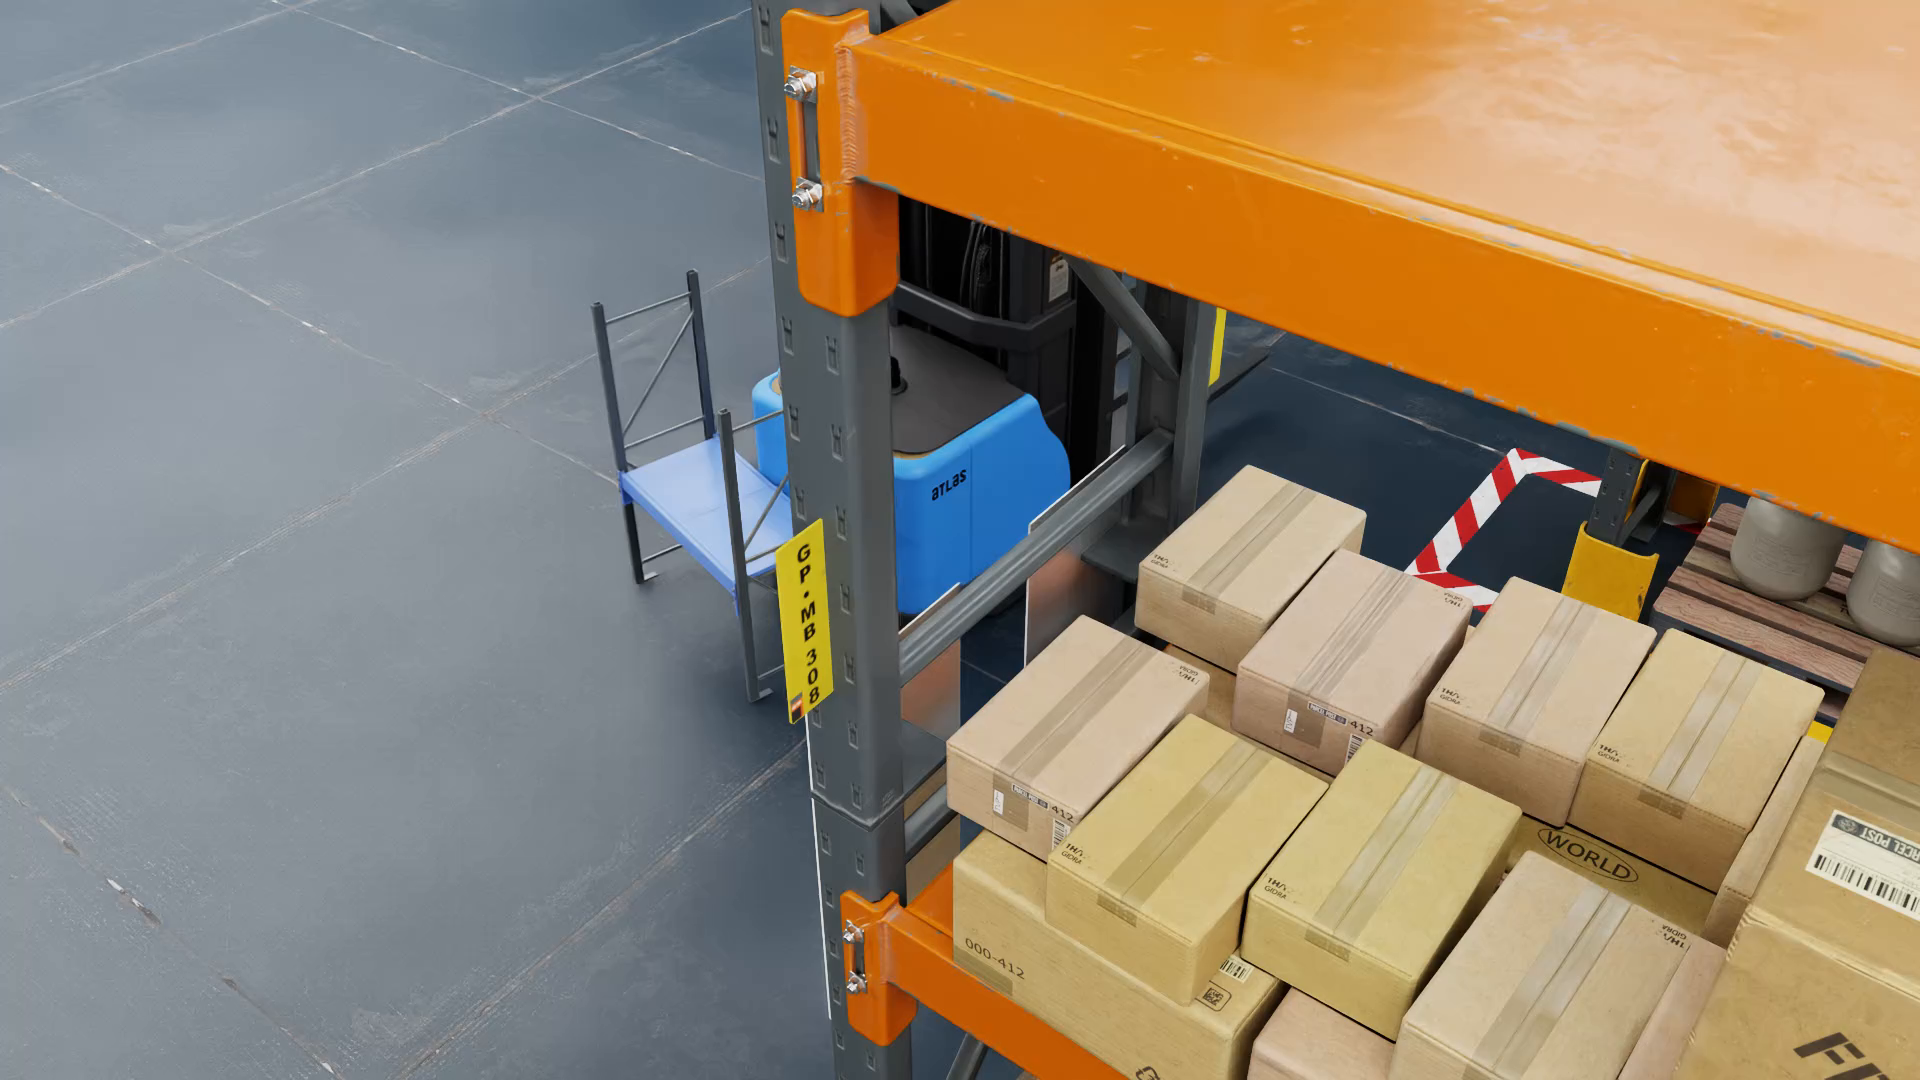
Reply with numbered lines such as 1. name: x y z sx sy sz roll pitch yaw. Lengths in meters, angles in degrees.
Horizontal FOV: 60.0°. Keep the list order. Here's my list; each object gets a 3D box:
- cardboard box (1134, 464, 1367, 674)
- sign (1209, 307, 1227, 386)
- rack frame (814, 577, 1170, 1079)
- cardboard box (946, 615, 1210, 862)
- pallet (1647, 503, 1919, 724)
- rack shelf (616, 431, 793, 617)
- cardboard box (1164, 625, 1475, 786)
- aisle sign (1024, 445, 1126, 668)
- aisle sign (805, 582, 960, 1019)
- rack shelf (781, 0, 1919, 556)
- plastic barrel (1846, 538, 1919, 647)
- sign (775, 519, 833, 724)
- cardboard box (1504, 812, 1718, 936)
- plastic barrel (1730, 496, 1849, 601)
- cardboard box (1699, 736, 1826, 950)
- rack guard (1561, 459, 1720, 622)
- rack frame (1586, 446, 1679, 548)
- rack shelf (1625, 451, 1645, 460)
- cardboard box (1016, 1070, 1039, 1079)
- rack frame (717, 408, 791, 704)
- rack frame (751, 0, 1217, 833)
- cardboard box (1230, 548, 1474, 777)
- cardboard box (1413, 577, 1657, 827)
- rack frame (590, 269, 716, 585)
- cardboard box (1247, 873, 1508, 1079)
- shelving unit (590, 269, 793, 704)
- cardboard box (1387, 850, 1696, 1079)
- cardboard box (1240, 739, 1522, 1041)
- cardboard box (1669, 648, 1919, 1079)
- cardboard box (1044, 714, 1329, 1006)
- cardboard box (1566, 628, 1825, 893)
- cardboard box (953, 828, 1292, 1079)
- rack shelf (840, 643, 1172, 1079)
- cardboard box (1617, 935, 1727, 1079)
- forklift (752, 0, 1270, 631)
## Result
1. cardboard box: 0.521 0.051 2.977 0.250 0.149 0.380 25 45 29
2. sign: 0.464 -0.415 3.056 0.005 0.325 0.100 25 45 29
3. rack frame: 0.111 1.379 3.916 0.127 3.000 1.000 25 45 29
4. cardboard box: 0.189 0.317 2.638 0.250 0.149 0.380 25 44 28
5. pallet: 3.851 0.364 7.474 1.213 0.211 1.003 25 45 29
6. rack shelf: -1.025 -0.090 7.300 0.538 0.185 1.000 -25 45 -29
7. cardboard box: 0.648 0.313 2.966 0.500 0.250 0.500 26 45 30
8. aisle sign: 0.244 0.185 3.332 0.004 0.787 0.394 25 45 29
9. aisle sign: -0.121 0.479 2.957 0.004 0.787 0.394 25 45 29
10. rack shelf: 1.699 0.051 1.333 4.000 0.370 1.077 25 45 29
11. plastic barrel: 4.087 0.165 7.144 0.421 0.512 0.421 0 38 0
12. sign: -0.219 0.120 2.382 0.005 0.325 0.100 25 45 29
13. cardboard box: 1.046 0.499 2.729 0.500 0.250 0.500 26 45 29
14. plastic barrel: 3.689 -0.023 7.384 0.421 0.512 0.421 0 38 0
15. cardboard box: 1.275 0.491 2.415 0.250 0.149 0.380 26 45 29
16. rack guard: 3.209 -0.056 7.777 0.348 0.500 1.175 25 45 29
17. rack frame: 3.120 -1.046 7.014 0.127 3.000 1.000 25 45 29
18. rack shelf: 4.708 -0.014 6.279 4.000 0.370 1.077 25 45 29
19. cardboard box: 0.382 1.168 3.052 0.500 0.500 0.500 25 45 29
20. rack frame: -0.715 0.017 6.872 0.500 1.500 0.032 -25 45 -29
21. rack frame: 0.111 -0.983 2.067 0.127 3.000 1.000 25 45 29
22. cardboard box: 0.656 0.206 2.779 0.250 0.149 0.380 24 44 27
23. cardboard box: 0.940 0.255 2.717 0.250 0.149 0.380 23 44 27
24. rack frame: -1.335 -0.480 7.507 0.500 1.500 0.032 -25 45 -29
25. cardboard box: 0.750 0.754 2.402 0.500 0.250 0.500 24 44 28
26. shelving unit: -1.025 -0.231 7.189 0.538 1.500 1.048 -25 45 -29
27. cardboard box: 0.785 0.632 2.235 0.250 0.149 0.380 27 46 30
28. cardboard box: 0.612 0.495 2.410 0.250 0.149 0.380 24 44 28
29. cardboard box: 1.126 0.533 1.836 0.500 0.500 0.500 25 44 28
30. cardboard box: 0.336 0.461 2.454 0.250 0.149 0.380 26 45 29
31. cardboard box: 1.154 0.337 2.612 0.250 0.149 0.380 26 45 29
32. cardboard box: 0.336 0.564 2.645 0.500 0.250 0.500 27 45 30
33. rack shelf: 1.699 1.230 2.256 4.000 0.370 1.077 25 45 29
34. cardboard box: 0.975 0.725 2.116 0.250 0.149 0.380 25 45 28
35. forklift: 0.435 -1.459 7.597 1.130 2.935 3.031 29 47 32
